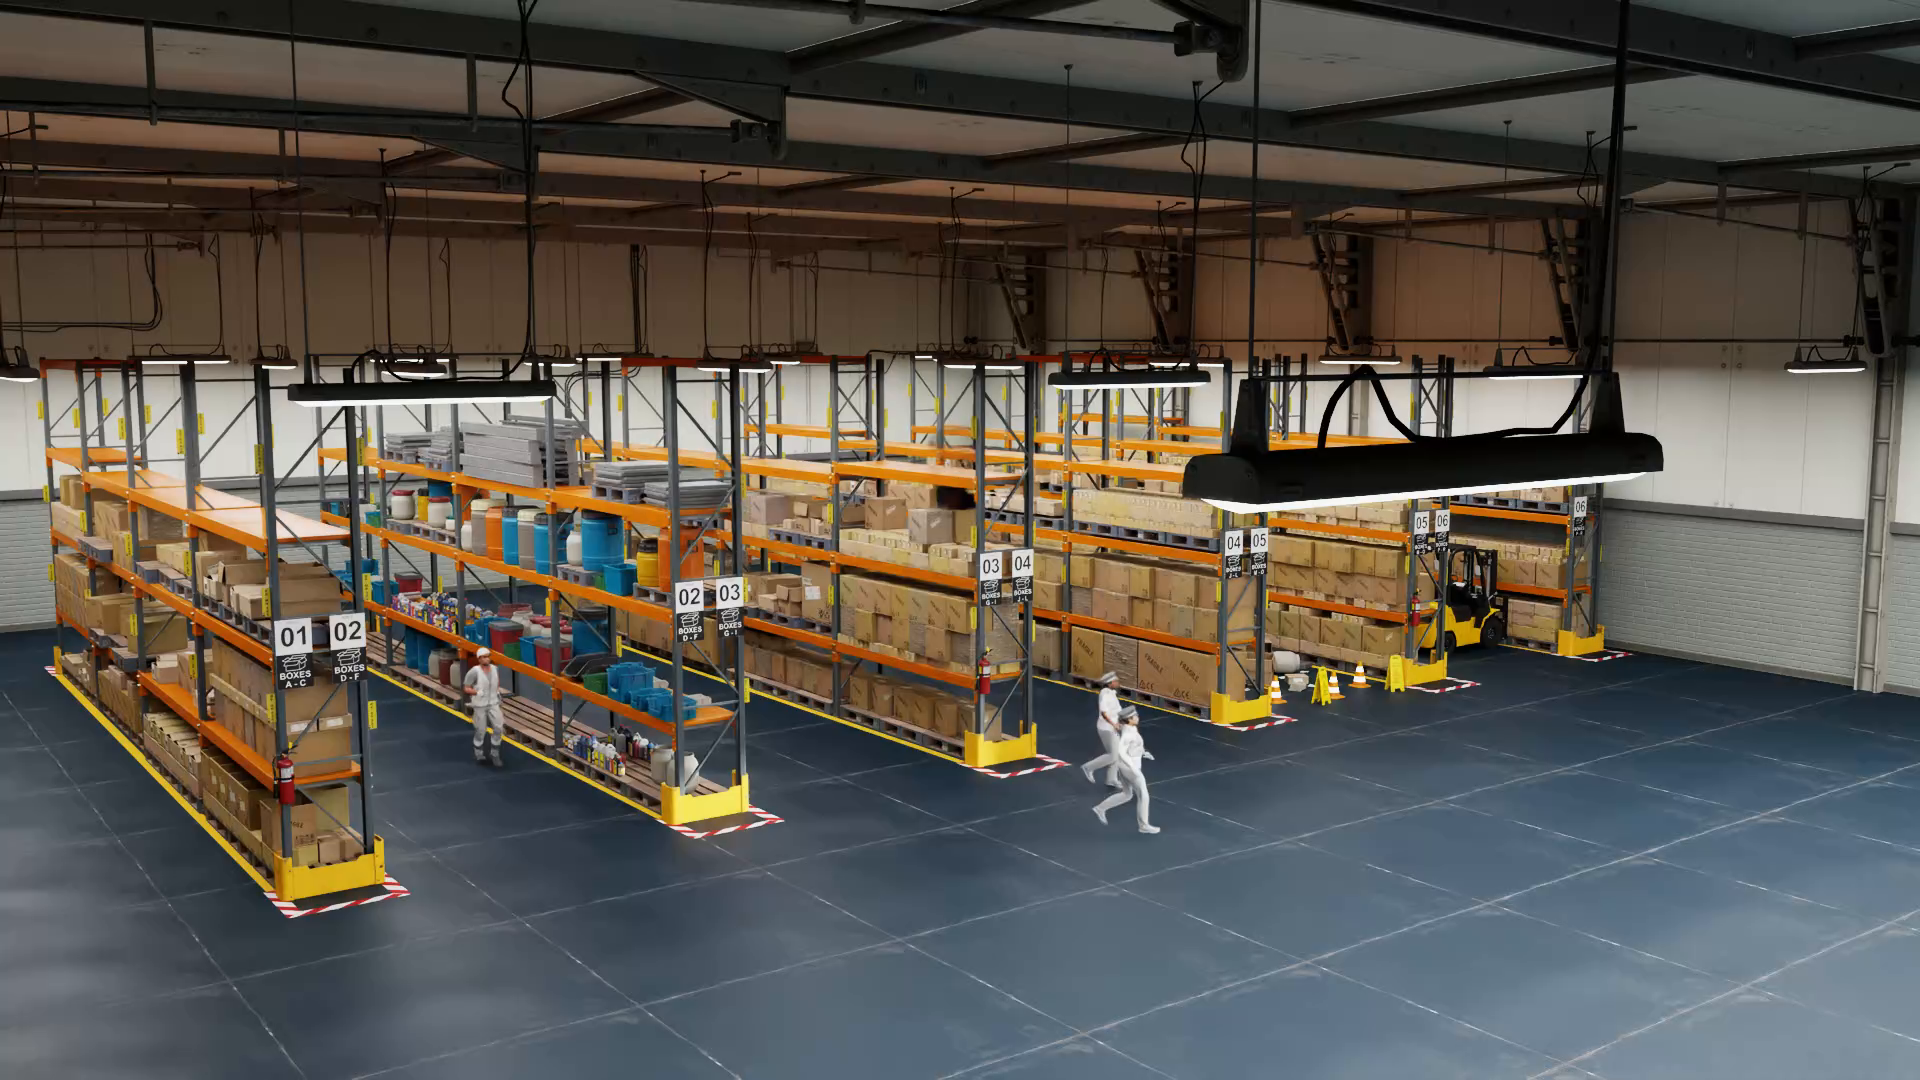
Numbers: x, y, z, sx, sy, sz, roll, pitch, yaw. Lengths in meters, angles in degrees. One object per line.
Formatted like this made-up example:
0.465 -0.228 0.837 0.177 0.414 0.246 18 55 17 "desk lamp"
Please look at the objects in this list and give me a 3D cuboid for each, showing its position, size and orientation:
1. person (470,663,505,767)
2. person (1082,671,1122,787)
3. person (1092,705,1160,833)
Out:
-7.019 2.609 24.762 0.490 1.589 0.749 -5 9 -38 "person"
2.049 2.684 23.617 0.635 1.684 0.380 0 7 3 "person"
2.155 2.935 21.327 0.857 1.670 0.643 0 7 -2 "person"
